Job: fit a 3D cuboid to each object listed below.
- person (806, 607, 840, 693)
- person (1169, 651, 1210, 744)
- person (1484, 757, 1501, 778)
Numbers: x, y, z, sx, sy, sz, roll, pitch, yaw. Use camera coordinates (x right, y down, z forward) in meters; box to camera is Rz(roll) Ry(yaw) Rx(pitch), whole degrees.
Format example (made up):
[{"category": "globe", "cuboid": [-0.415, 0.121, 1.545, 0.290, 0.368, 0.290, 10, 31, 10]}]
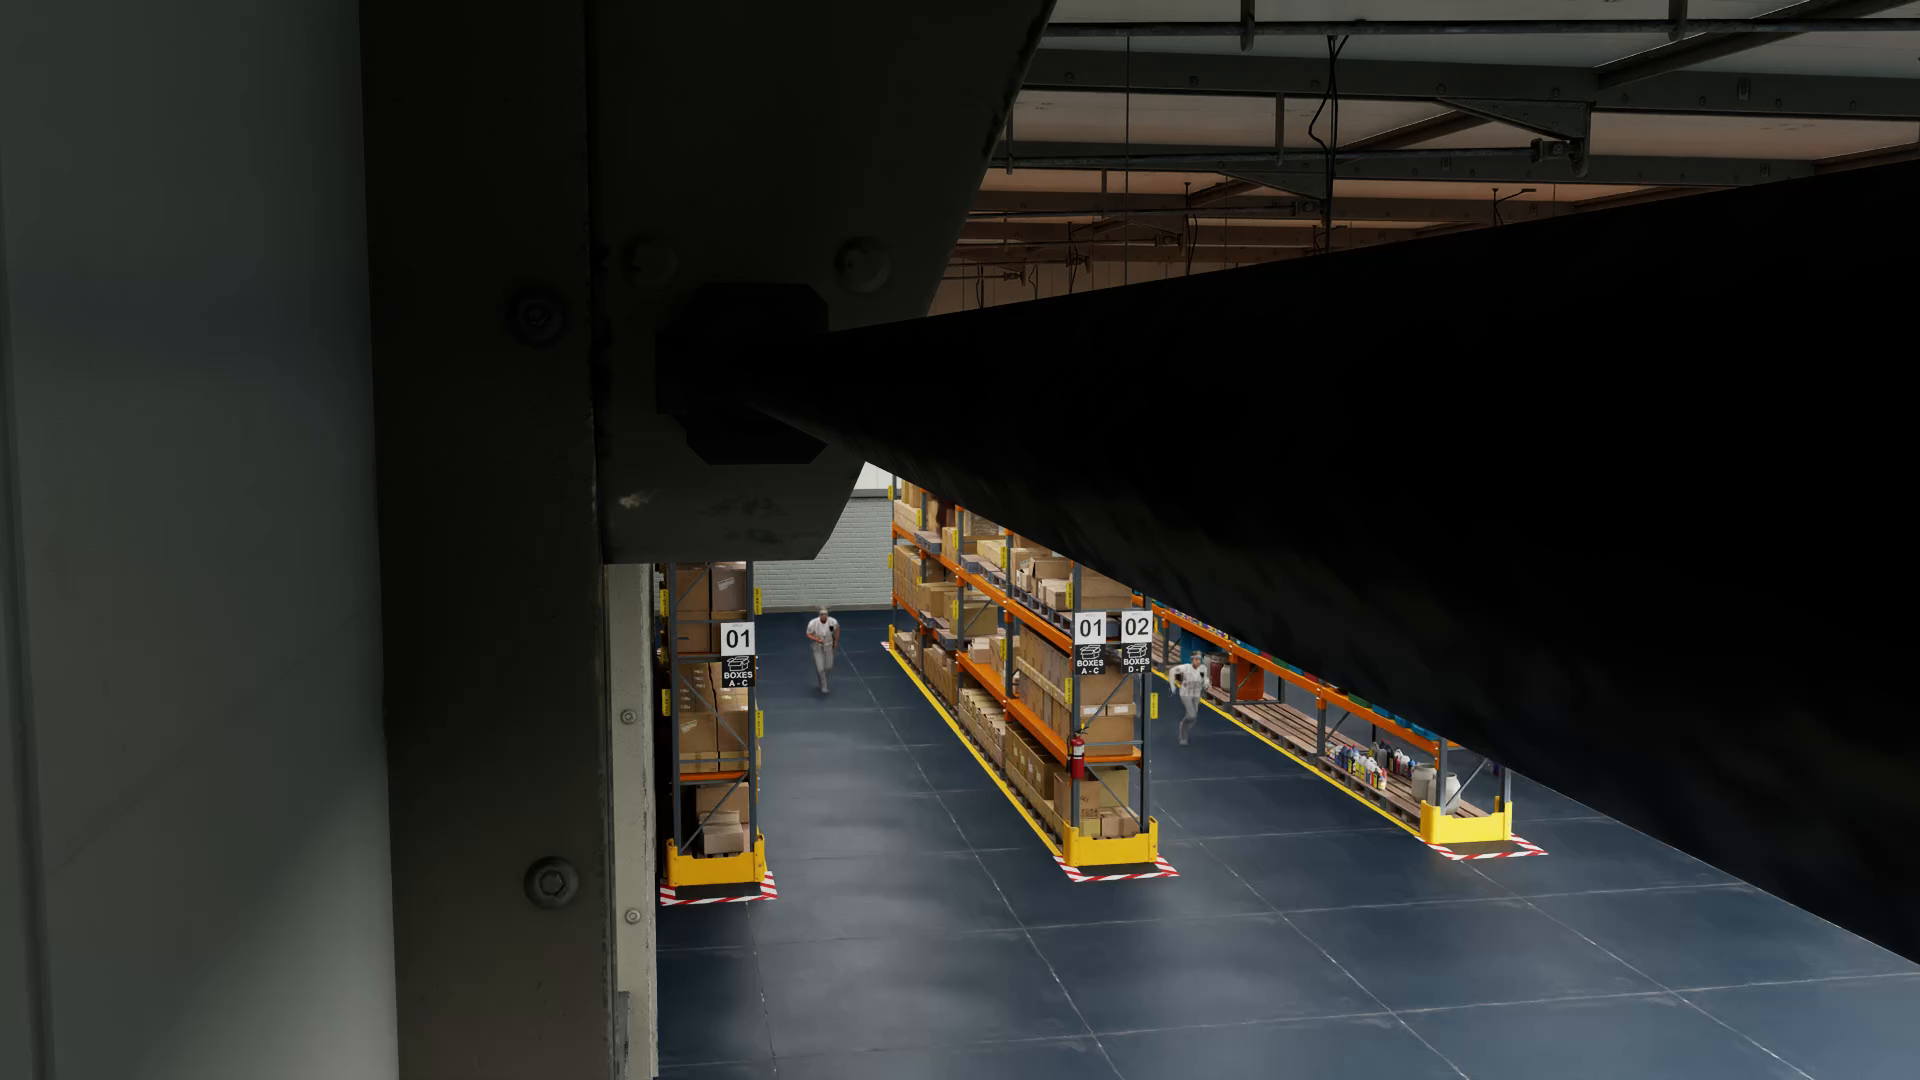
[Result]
[{"category": "person", "cuboid": [-2.600, 2.079, 31.699, 0.654, 1.701, 0.749, -1, 6, -9]}, {"category": "person", "cuboid": [3.786, 2.582, 27.247, 0.600, 1.609, 0.742, -2, 7, -21]}, {"category": "person", "cuboid": [8.288, 2.848, 25.222, 0.596, 1.576, 0.689, -4, 7, -31]}]
